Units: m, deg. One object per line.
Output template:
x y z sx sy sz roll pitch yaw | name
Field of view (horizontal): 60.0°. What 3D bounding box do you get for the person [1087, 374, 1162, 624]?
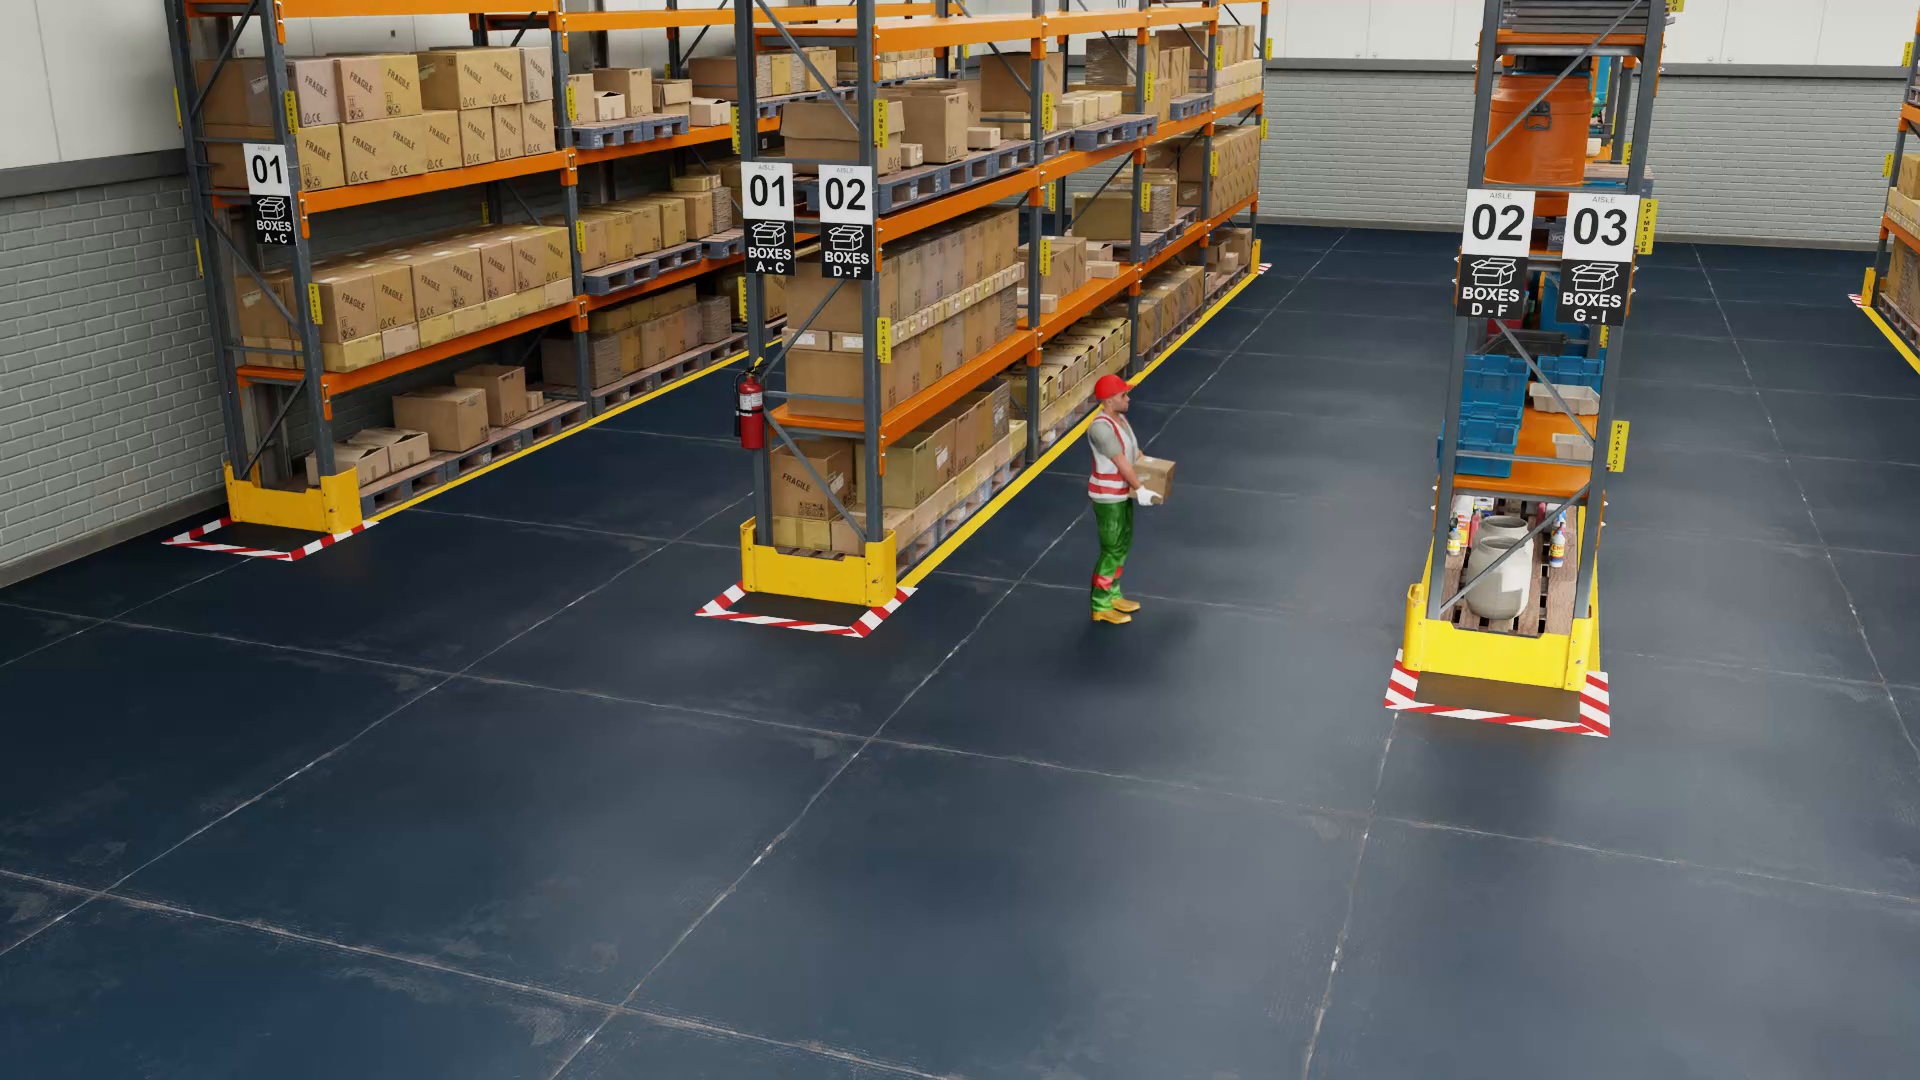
1.206 -0.298 11.919 0.564 1.784 0.494 7 20 19 | person
